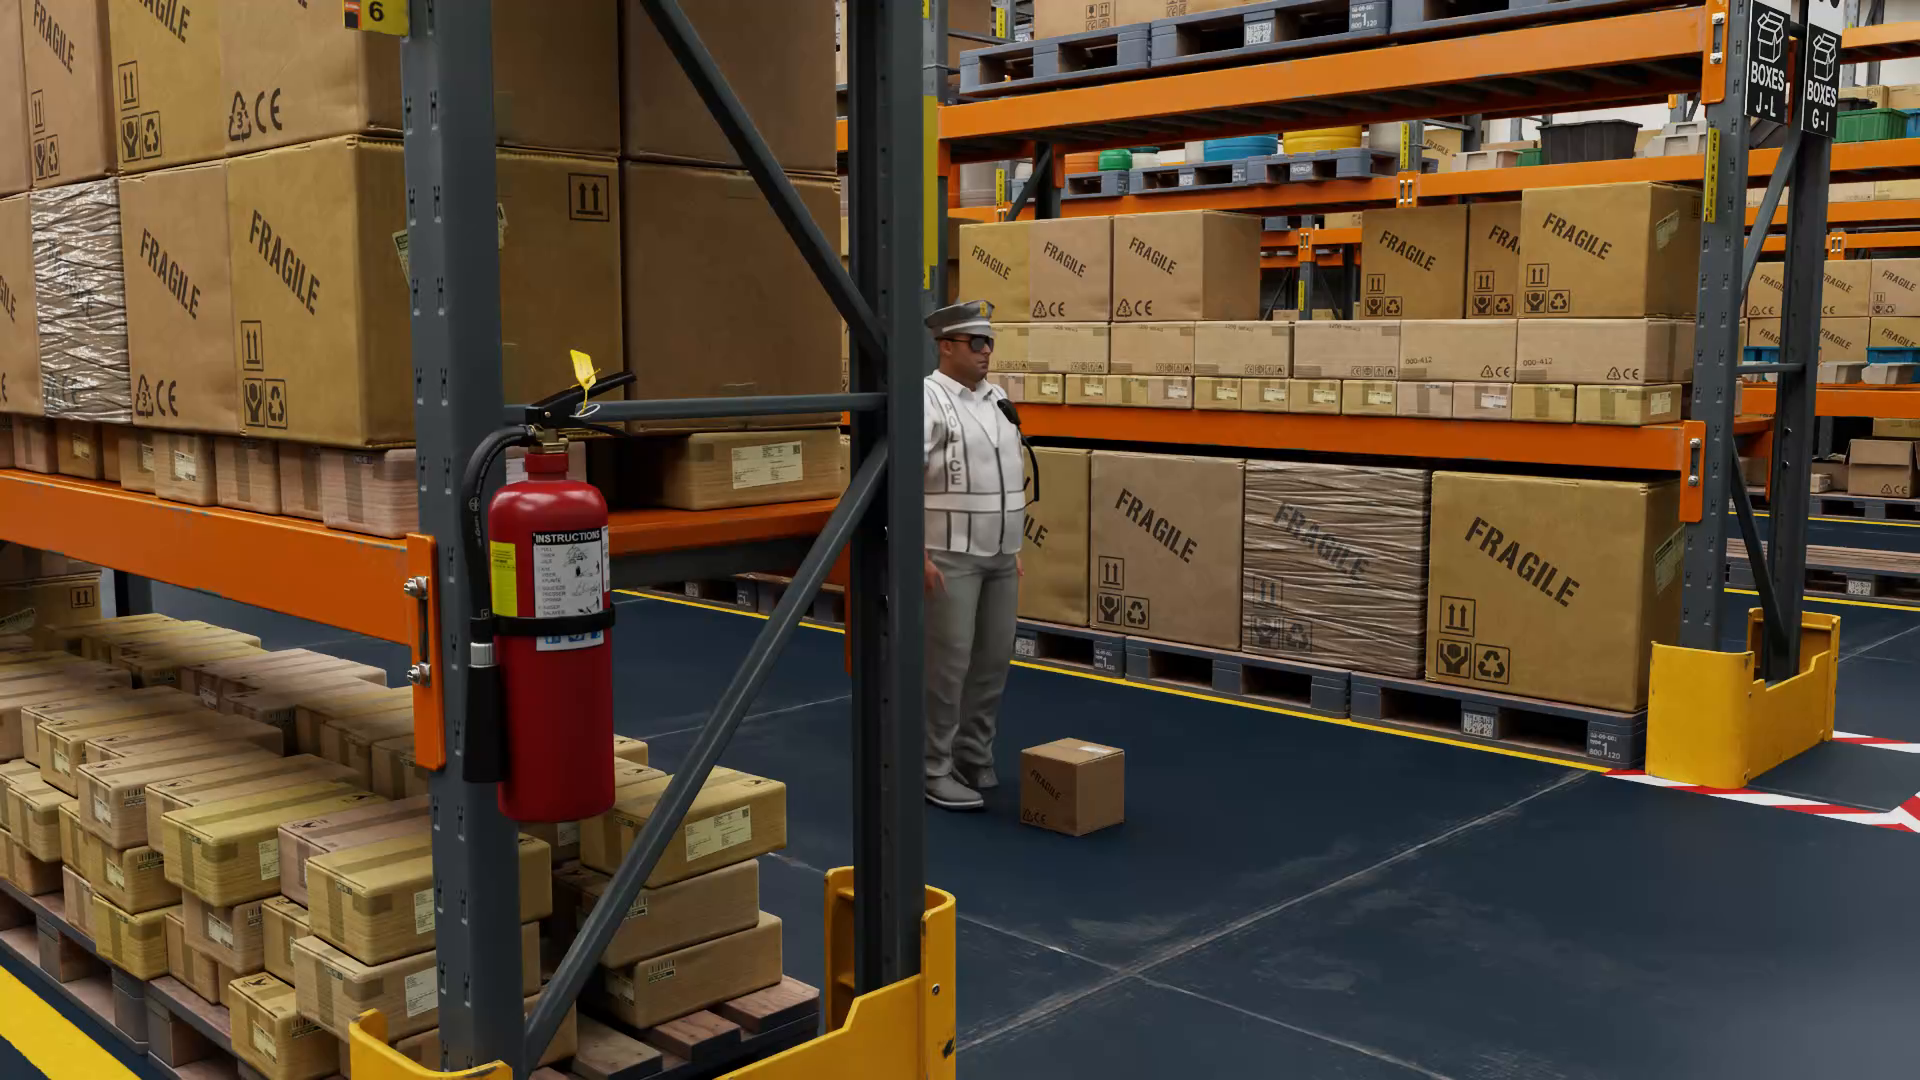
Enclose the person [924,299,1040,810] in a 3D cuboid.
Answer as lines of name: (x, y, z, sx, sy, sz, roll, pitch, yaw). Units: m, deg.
person: (0.024, 0.080, 5.877, 0.401, 1.846, 0.530, 7, 10, 44)
